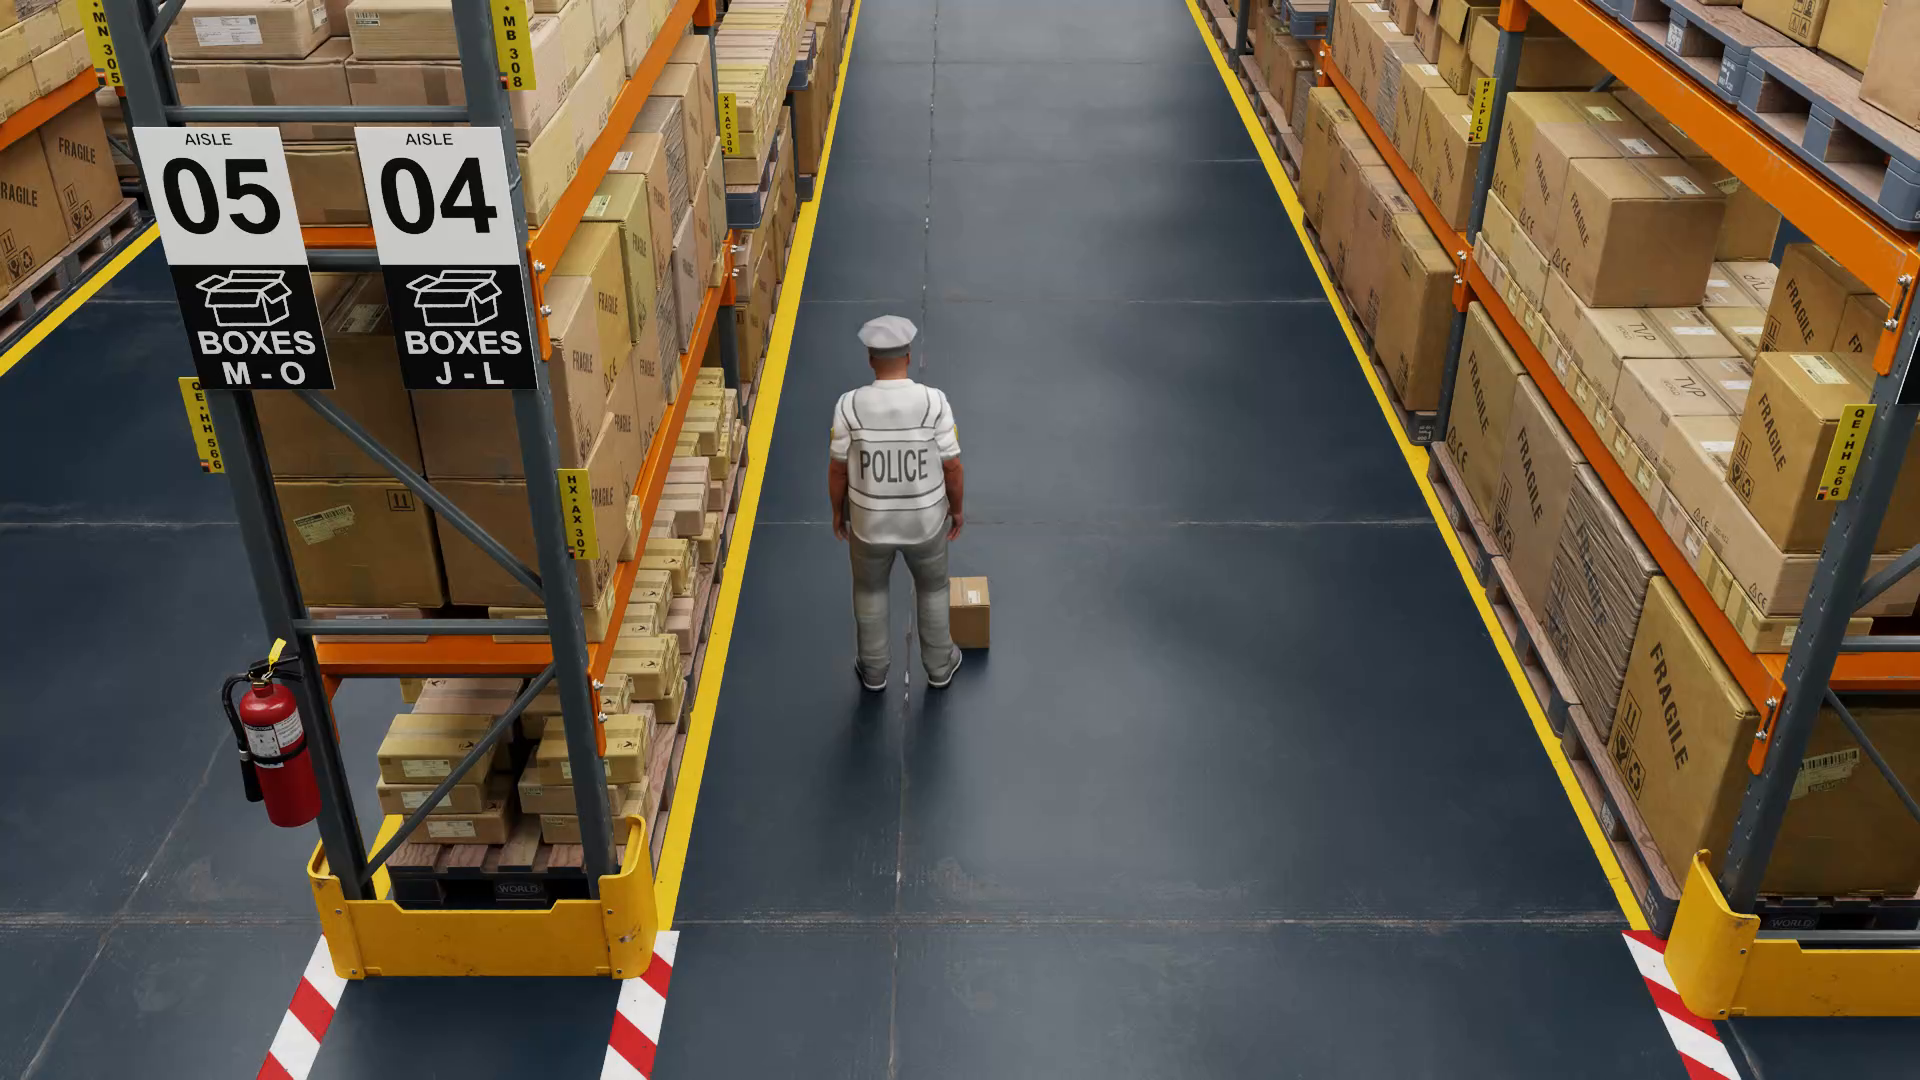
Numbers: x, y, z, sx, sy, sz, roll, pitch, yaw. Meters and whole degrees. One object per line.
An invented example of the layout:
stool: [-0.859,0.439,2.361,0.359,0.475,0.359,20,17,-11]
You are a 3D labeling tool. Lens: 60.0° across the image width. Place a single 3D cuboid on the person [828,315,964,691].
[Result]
person: [-0.274,-0.106,7.300,0.587,1.748,0.441,-1,31,-1]
